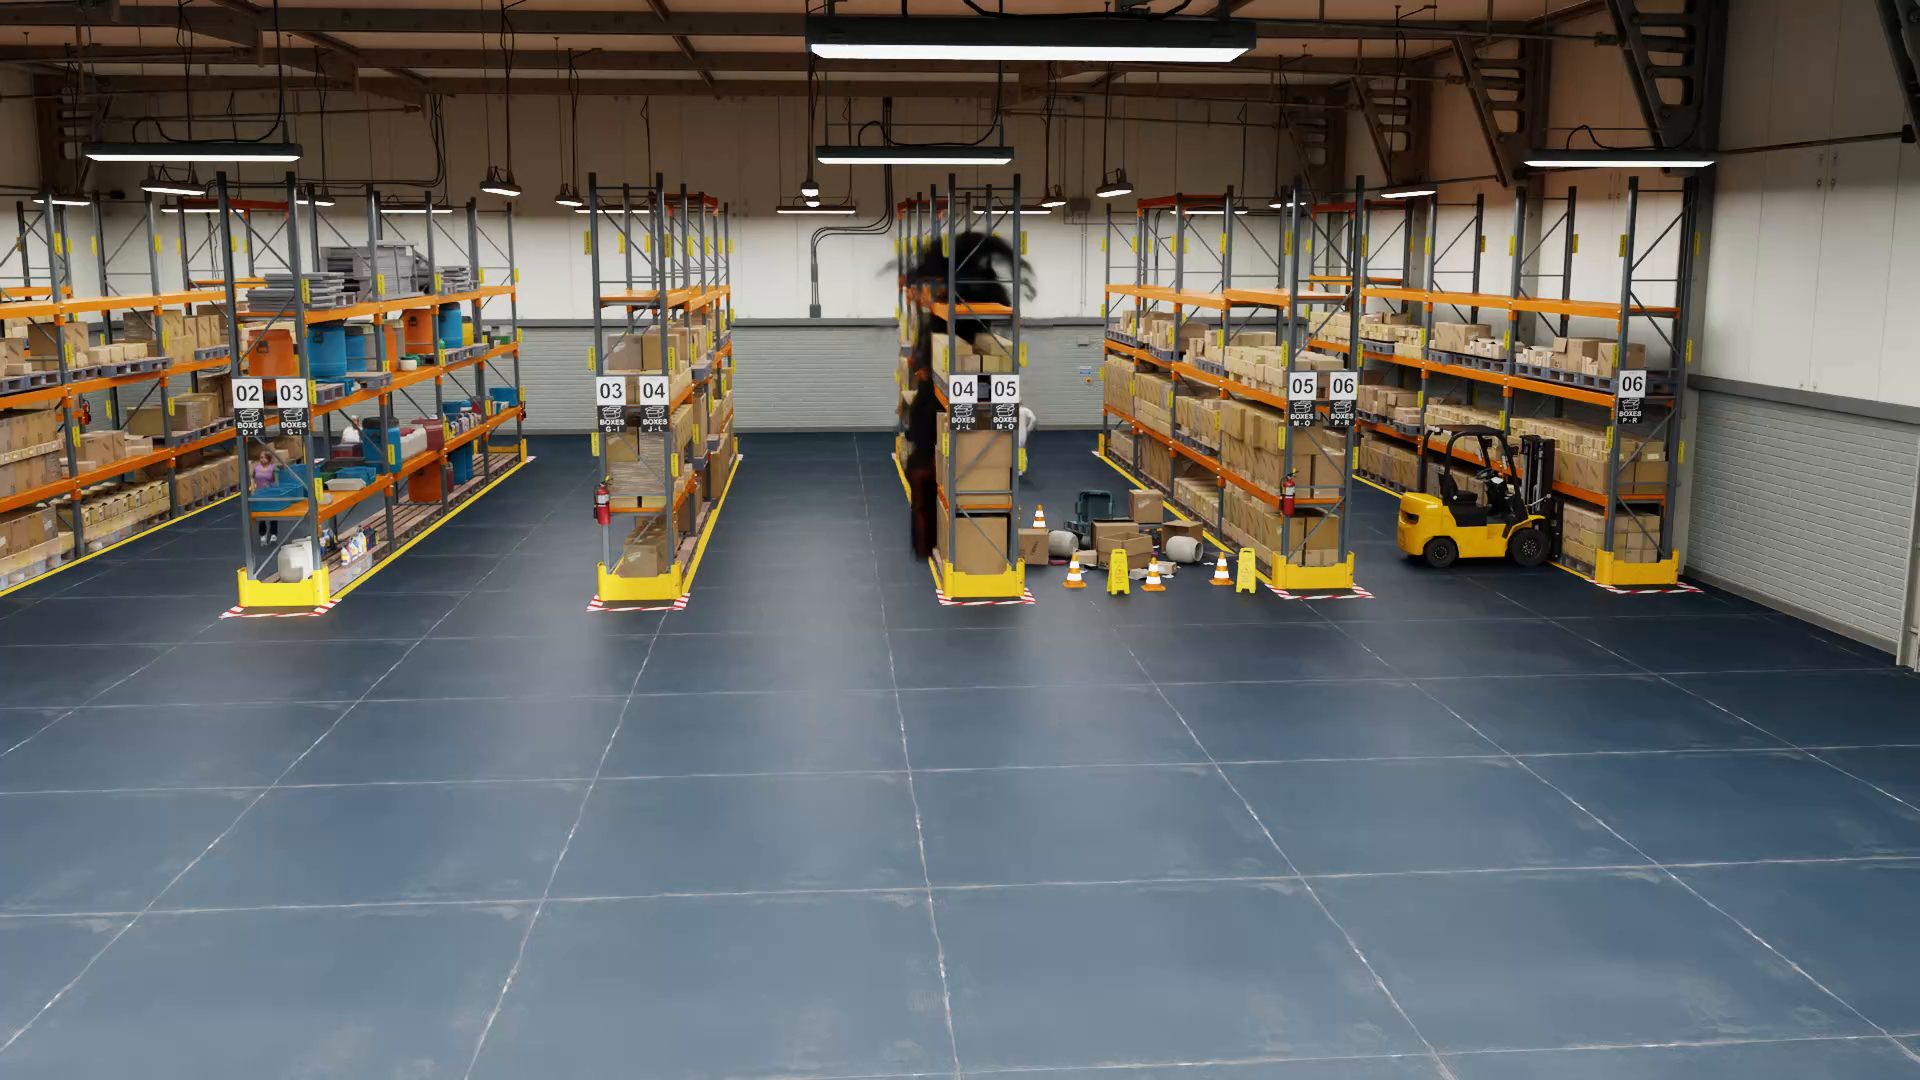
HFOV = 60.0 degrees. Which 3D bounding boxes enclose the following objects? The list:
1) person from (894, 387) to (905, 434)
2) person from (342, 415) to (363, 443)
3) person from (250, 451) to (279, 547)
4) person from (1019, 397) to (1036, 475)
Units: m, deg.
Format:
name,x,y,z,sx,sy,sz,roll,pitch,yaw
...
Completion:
name,x,y,z,sx,sy,sz,roll,pitch,yaw
person,-1.314,-3.038,41.000,0.609,1.671,0.774,-1,10,-3
person,-12.274,-1.721,33.805,0.634,1.635,0.559,0,10,-1
person,-11.709,-0.691,28.049,0.510,1.593,0.676,-3,10,-15
person,1.268,-2.318,36.787,0.692,1.742,0.656,-3,11,-18
